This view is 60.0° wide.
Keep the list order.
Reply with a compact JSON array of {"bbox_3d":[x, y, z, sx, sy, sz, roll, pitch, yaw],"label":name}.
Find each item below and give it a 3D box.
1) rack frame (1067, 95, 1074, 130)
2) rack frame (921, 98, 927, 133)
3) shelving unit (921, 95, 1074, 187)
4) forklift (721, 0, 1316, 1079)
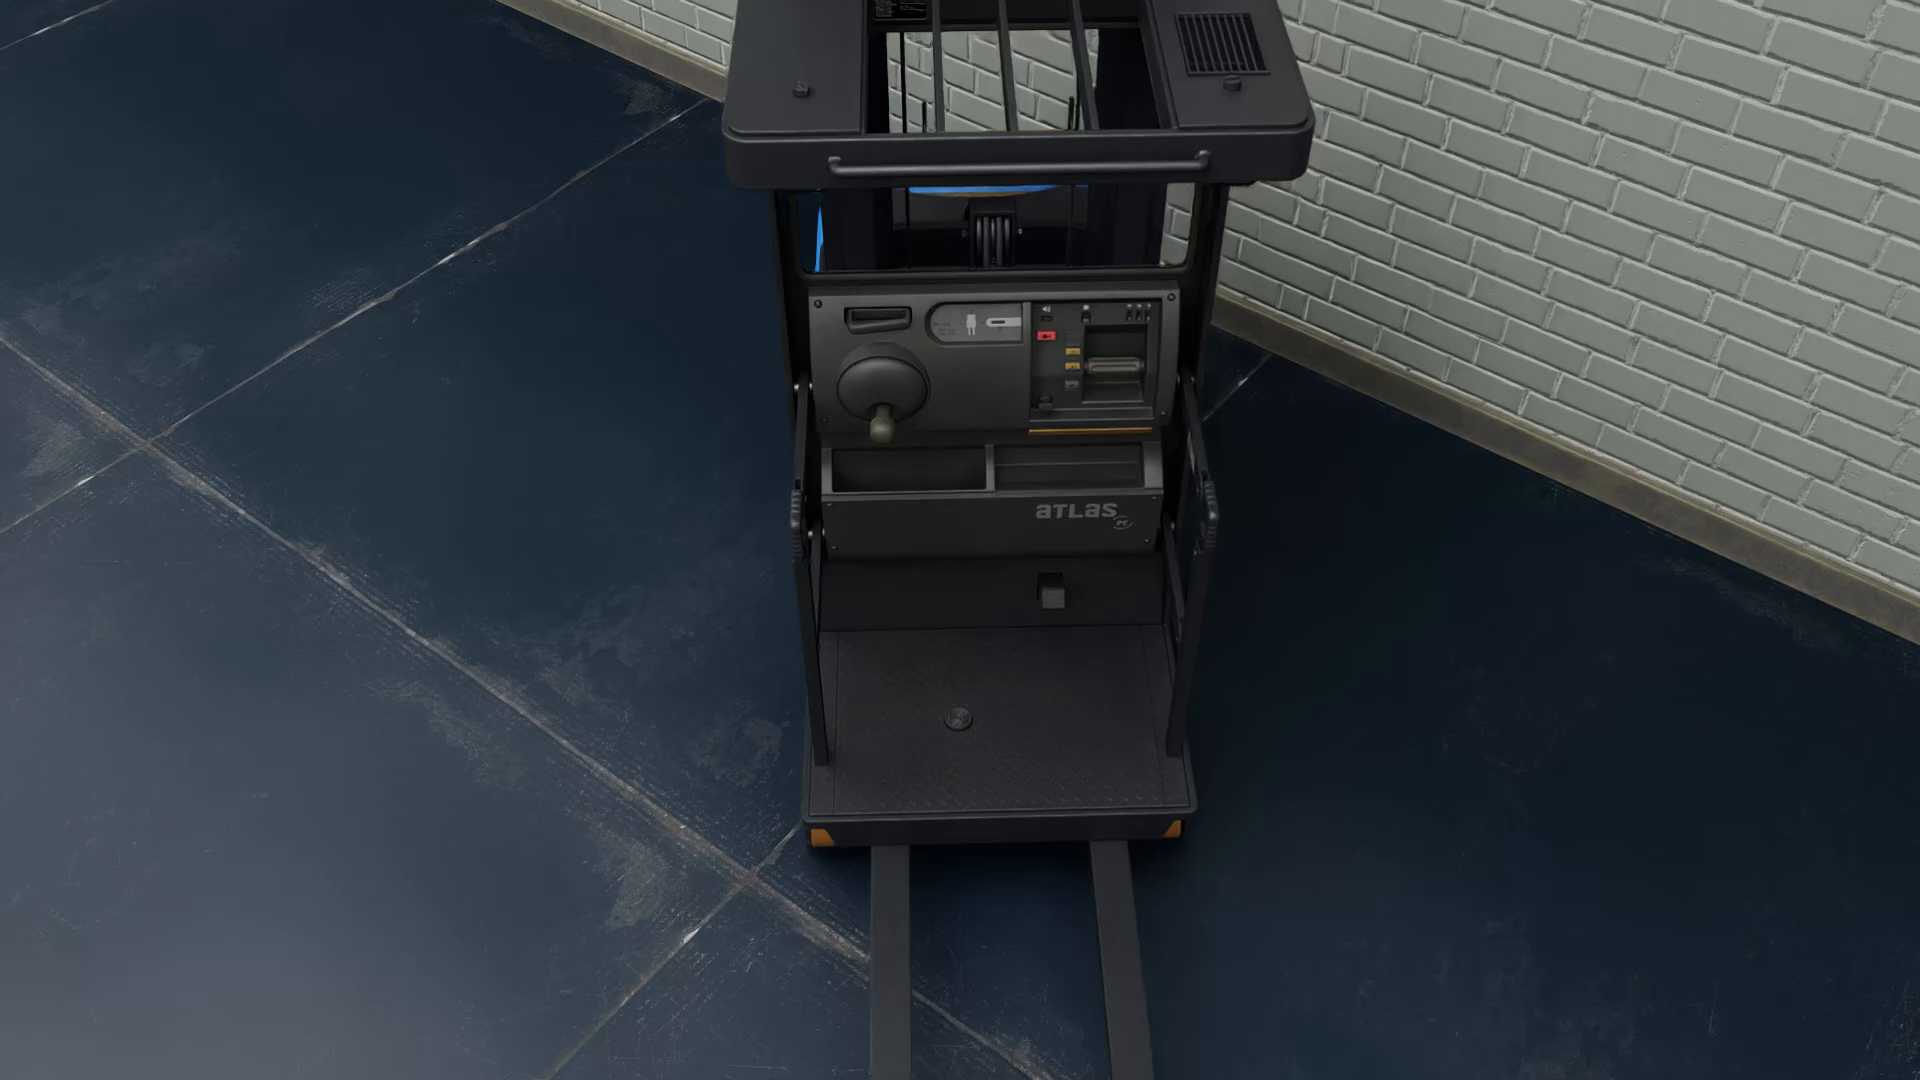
[{"bbox_3d":[0.373,-0.968,5.845,0.015,1.200,0.240,-2,46,-2],"label":"rack frame"},{"bbox_3d":[-0.115,-0.954,5.832,0.015,1.200,0.240,-2,46,-2],"label":"rack frame"},{"bbox_3d":[0.129,-0.961,5.839,0.503,1.200,0.258,-2,46,-2],"label":"shelving unit"},{"bbox_3d":[0.097,-0.354,4.061,1.130,2.935,3.031,-1,46,-1],"label":"forklift"}]
